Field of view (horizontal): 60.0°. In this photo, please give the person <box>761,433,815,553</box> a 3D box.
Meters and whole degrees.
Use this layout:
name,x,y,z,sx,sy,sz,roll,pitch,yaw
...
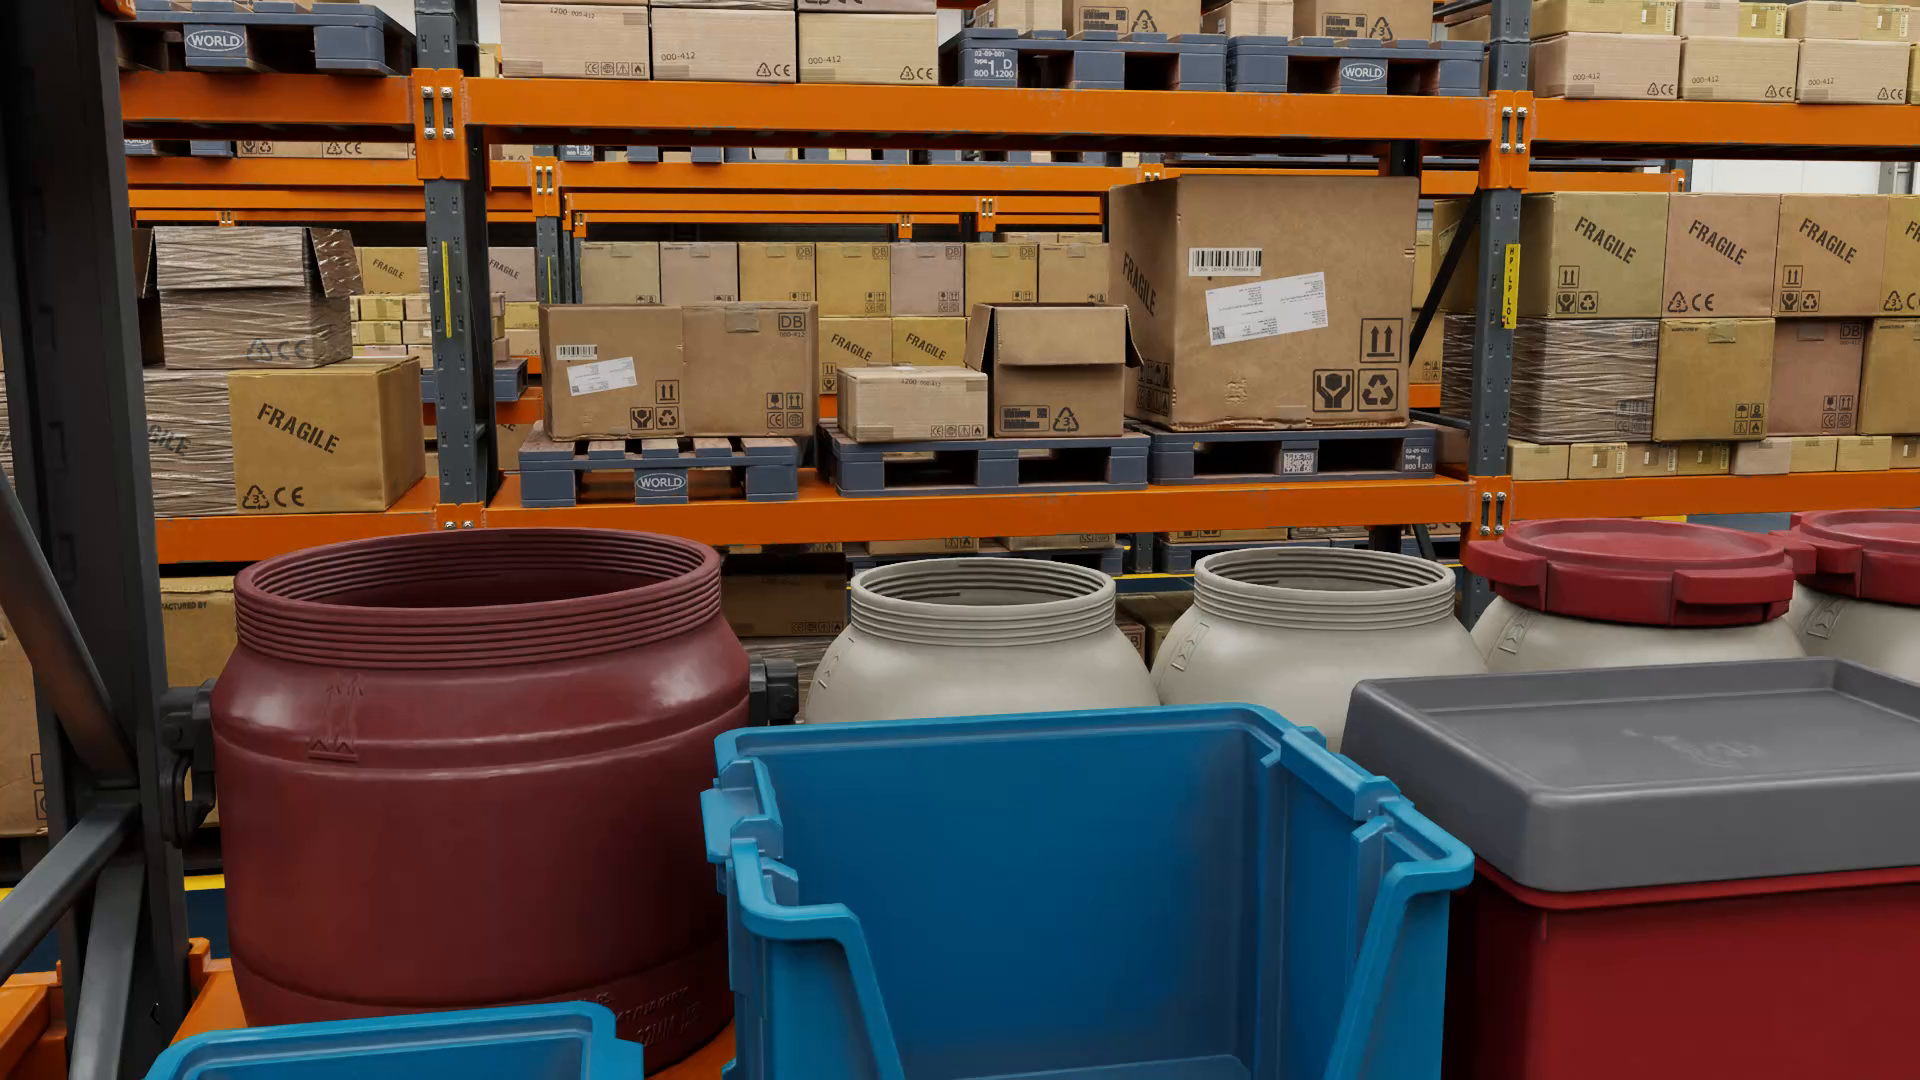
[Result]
name,x,y,z,sx,sy,sz,roll,pitch,yaw
person,-0.931,-0.091,8.484,0.504,1.727,0.539,-2,10,-12
